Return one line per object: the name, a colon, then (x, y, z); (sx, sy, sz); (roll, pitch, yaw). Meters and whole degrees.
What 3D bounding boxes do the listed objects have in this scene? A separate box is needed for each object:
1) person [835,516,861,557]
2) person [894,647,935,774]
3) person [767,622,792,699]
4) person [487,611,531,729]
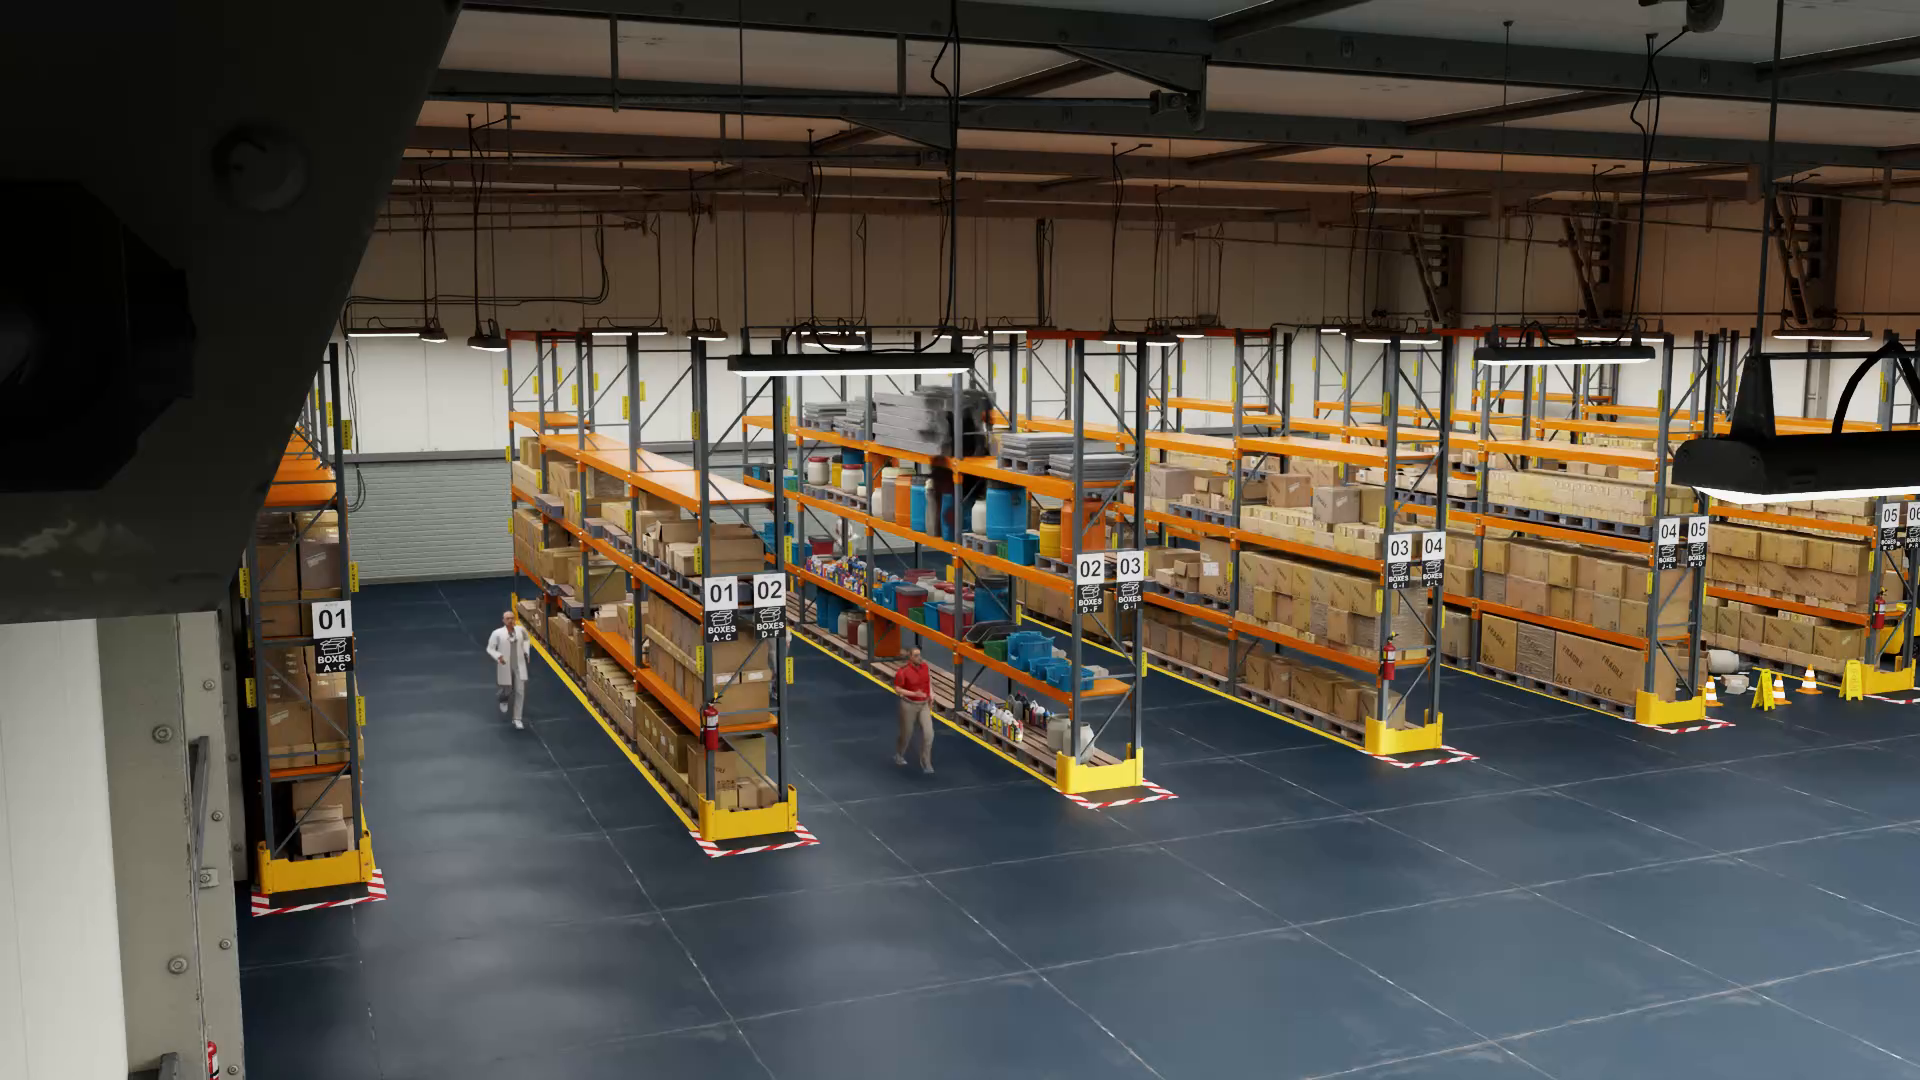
person: (-2.652, 0.091, 39.489); (0.589, 1.737, 0.669); (-1, 8, -10)
person: (-0.624, 2.375, 23.055); (0.683, 1.821, 0.783); (-5, 9, -33)
person: (-2.978, 1.858, 27.296); (0.529, 1.558, 0.534); (-6, 10, -35)
person: (-6.951, 1.978, 25.739); (0.710, 1.776, 0.944); (-4, 9, -29)
